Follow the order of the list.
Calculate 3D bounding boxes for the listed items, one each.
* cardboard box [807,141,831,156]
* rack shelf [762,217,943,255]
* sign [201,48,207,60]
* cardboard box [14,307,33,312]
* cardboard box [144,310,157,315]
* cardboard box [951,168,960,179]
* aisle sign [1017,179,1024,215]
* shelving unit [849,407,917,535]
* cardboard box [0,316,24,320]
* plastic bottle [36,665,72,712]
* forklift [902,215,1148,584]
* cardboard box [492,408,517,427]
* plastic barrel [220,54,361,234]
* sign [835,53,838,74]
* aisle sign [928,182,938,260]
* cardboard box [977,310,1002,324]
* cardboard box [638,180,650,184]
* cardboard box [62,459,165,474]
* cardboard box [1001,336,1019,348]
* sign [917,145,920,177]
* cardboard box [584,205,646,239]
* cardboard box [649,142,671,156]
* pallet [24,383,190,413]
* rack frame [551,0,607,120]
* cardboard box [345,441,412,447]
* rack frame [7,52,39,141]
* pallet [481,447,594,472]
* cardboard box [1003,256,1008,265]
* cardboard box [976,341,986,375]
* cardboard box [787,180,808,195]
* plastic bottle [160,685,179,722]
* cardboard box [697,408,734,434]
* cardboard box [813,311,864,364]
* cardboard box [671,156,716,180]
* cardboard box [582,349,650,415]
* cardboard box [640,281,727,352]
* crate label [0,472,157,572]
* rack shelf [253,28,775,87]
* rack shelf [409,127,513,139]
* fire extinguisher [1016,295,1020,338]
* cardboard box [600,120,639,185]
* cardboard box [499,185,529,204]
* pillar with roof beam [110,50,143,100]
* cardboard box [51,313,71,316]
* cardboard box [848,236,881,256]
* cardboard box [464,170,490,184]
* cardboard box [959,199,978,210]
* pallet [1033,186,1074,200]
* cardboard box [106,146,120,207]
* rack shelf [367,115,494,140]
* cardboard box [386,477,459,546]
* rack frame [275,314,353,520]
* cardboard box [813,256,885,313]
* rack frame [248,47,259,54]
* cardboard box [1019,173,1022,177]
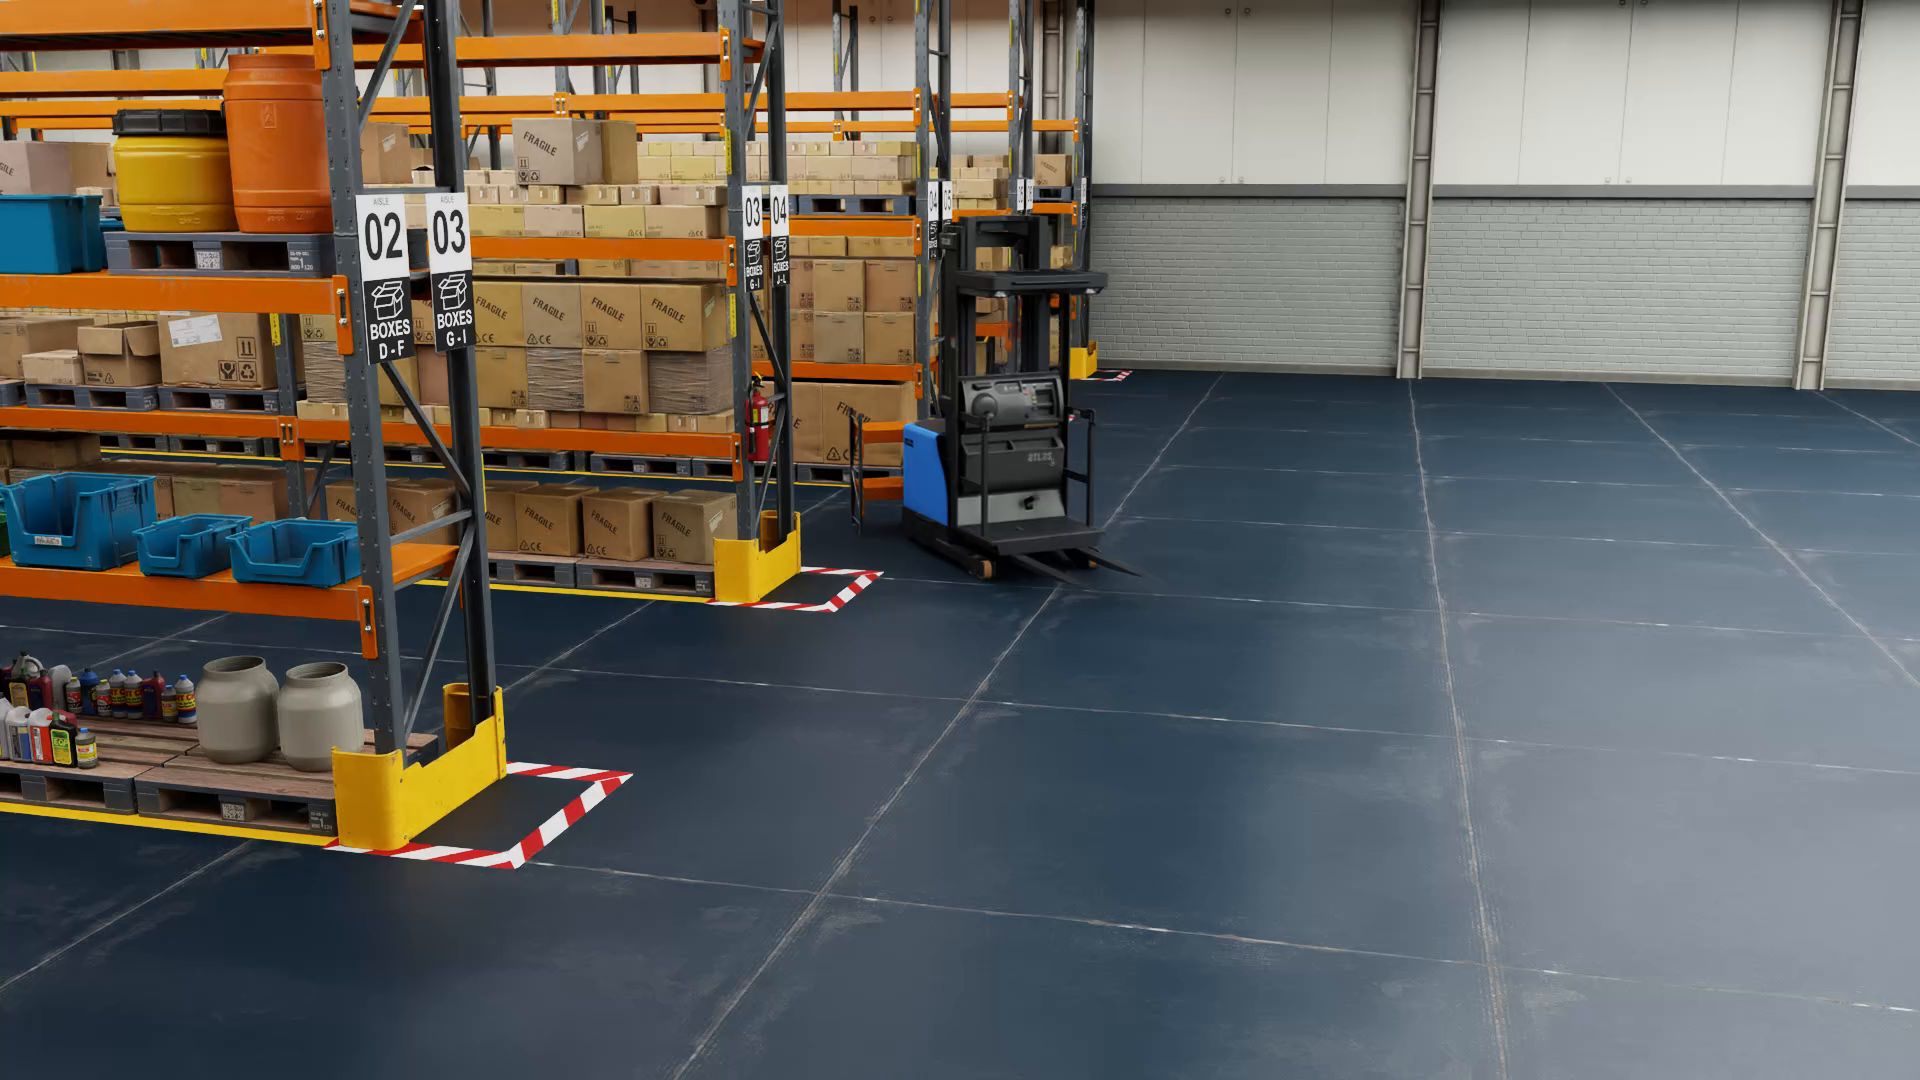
[{"bbox_3d":[-1.428,-4.101,17.423,0.250,0.149,0.380,3,13,14],"label":"cardboard box"},{"bbox_3d":[-2.218,-3.347,18.148,4.000,0.370,1.077,3,13,14],"label":"rack shelf"},{"bbox_3d":[-10.996,-7.146,24.161,0.005,0.325,0.100,3,13,14],"label":"sign"},{"bbox_3d":[-11.152,-2.837,20.037,0.250,0.149,0.380,3,13,15],"label":"cardboard box"},{"bbox_3d":[-9.391,-2.743,19.611,0.250,0.149,0.380,3,13,14],"label":"cardboard box"},{"bbox_3d":[-0.081,-4.894,22.197,0.250,0.149,0.380,3,13,13],"label":"cardboard box"},{"bbox_3d":[0.802,-4.382,22.072,0.004,0.787,0.394,3,13,14],"label":"aisle sign"},{"bbox_3d":[-0.480,-0.679,15.714,1.048,1.125,0.538,-3,13,-14],"label":"shelving unit"},{"bbox_3d":[-8.796,-1.742,14.976,0.500,0.500,0.500,1,13,7],"label":"cardboard box"},{"bbox_3d":[-5.282,0.865,9.698,0.135,0.276,0.152,3,13,15],"label":"plastic bottle"},{"bbox_3d":[0.539,-1.207,13.925,1.130,2.935,3.031,-6,14,-24],"label":"forklift"},{"bbox_3d":[-3.597,-1.025,13.523,0.250,0.149,0.380,3,13,14],"label":"cardboard box"},{"bbox_3d":[-3.252,-1.929,8.131,0.708,0.830,0.600,3,13,14],"label":"plastic barrel"},{"bbox_3d":[-2.005,-7.737,27.007,0.005,0.325,0.100,3,13,14],"label":"sign"},{"bbox_3d":[-0.280,-3.333,17.345,0.004,0.787,0.394,3,13,14],"label":"aisle sign"},{"bbox_3d":[0.397,-3.028,22.554,0.250,0.149,0.380,4,13,15],"label":"cardboard box"},{"bbox_3d":[-3.394,-3.817,17.983,0.250,0.149,0.380,3,13,13],"label":"cardboard box"},{"bbox_3d":[-7.581,-0.418,14.962,0.500,0.500,0.700,4,13,18],"label":"cardboard box"},{"bbox_3d":[0.965,-3.315,27.491,0.500,0.250,0.500,3,13,13],"label":"cardboard box"},{"bbox_3d":[-0.420,-3.875,17.004,0.005,0.325,0.100,3,13,14],"label":"sign"},{"bbox_3d":[-2.577,-2.481,12.927,0.500,0.250,0.500,3,13,14],"label":"cardboard box"},{"bbox_3d":[-3.148,-4.193,17.838,0.250,0.149,0.380,3,13,13],"label":"cardboard box"},{"bbox_3d":[-7.398,-1.320,14.717,1.213,0.211,1.003,3,13,14],"label":"pallet"},{"bbox_3d":[-4.160,-5.267,18.213,0.127,3.000,1.000,3,13,14],"label":"rack frame"},{"bbox_3d":[-6.624,-1.557,19.568,0.750,0.750,1.050,3,13,14],"label":"cardboard box"},{"bbox_3d":[-14.723,-6.936,25.735,0.127,3.000,1.000,3,13,14],"label":"rack frame"},{"bbox_3d":[-4.927,-1.001,19.274,1.213,0.211,1.003,3,13,14],"label":"pallet"},{"bbox_3d":[0.863,-4.594,27.302,0.250,0.149,0.380,3,13,13],"label":"cardboard box"},{"bbox_3d":[0.071,-2.506,23.269,0.500,0.500,0.500,3,13,12],"label":"cardboard box"},{"bbox_3d":[-1.669,-3.725,17.568,0.250,0.149,0.380,3,13,13],"label":"cardboard box"},{"bbox_3d":[-4.536,0.935,9.554,0.097,0.201,0.097,0,13,0],"label":"plastic bottle"},{"bbox_3d":[-1.889,-0.941,13.148,0.250,0.149,0.380,3,13,14],"label":"cardboard box"},{"bbox_3d":[-1.187,-2.237,18.063,0.550,0.550,0.875,3,13,14],"label":"cardboard box"},{"bbox_3d":[-2.772,-3.992,17.852,0.500,0.250,0.500,3,13,13],"label":"cardboard box"},{"bbox_3d":[-2.605,-1.322,13.364,0.500,0.500,0.875,3,13,14],"label":"cardboard box"},{"bbox_3d":[-2.156,-1.751,12.993,0.500,0.500,0.500,3,13,14],"label":"cardboard box"},{"bbox_3d":[-4.601,-0.107,8.725,0.616,0.435,0.502,3,13,14],"label":"crate label"},{"bbox_3d":[-3.505,-3.772,13.146,4.000,0.370,1.077,3,13,14],"label":"rack shelf"},{"bbox_3d":[-7.712,-7.122,29.159,4.000,0.370,1.077,3,13,14],"label":"rack shelf"},{"bbox_3d":[0.812,-3.036,22.187,0.183,0.674,0.296,3,13,14],"label":"fire extinguisher"},{"bbox_3d":[-2.940,-3.129,13.431,0.500,0.500,0.500,3,13,13],"label":"cardboard box"},{"bbox_3d":[-3.424,-2.720,13.086,0.250,0.149,0.380,2,13,11],"label":"cardboard box"},{"bbox_3d":[-16.970,-7.404,27.845,0.548,9.000,9.100,3,13,14],"label":"pillar with roof beam"},{"bbox_3d":[-10.652,-2.665,19.947,0.250,0.149,0.380,2,13,11],"label":"cardboard box"},{"bbox_3d":[-1.197,-3.927,22.799,0.500,0.500,0.700,3,13,13],"label":"cardboard box"},{"bbox_3d":[-5.411,-4.001,18.578,0.500,0.250,0.500,3,13,13],"label":"cardboard box"},{"bbox_3d":[0.149,-4.484,22.190,0.250,0.149,0.380,3,13,14],"label":"cardboard box"},{"bbox_3d":[1.317,-5.684,27.223,1.213,0.211,1.003,3,13,14],"label":"pallet"},{"bbox_3d":[-6.794,-3.114,14.227,0.637,0.503,0.797,4,13,16],"label":"cardboard box"},{"bbox_3d":[-8.897,-6.078,24.453,4.000,0.370,1.077,3,13,14],"label":"rack shelf"},{"bbox_3d":[-4.510,-0.228,14.152,0.500,0.500,0.500,8,15,31],"label":"cardboard box"},{"bbox_3d":[-5.446,-1.300,14.185,0.127,3.000,1.000,3,13,14],"label":"rack frame"},{"bbox_3d":[-1.184,-2.767,17.959,0.550,0.550,0.875,3,13,14],"label":"cardboard box"},{"bbox_3d":[-5.446,-4.229,13.535,0.127,3.000,1.000,3,13,14],"label":"rack frame"},{"bbox_3d":[0.874,-5.866,26.947,0.258,0.266,0.396,3,13,14],"label":"cardboard box"}]
